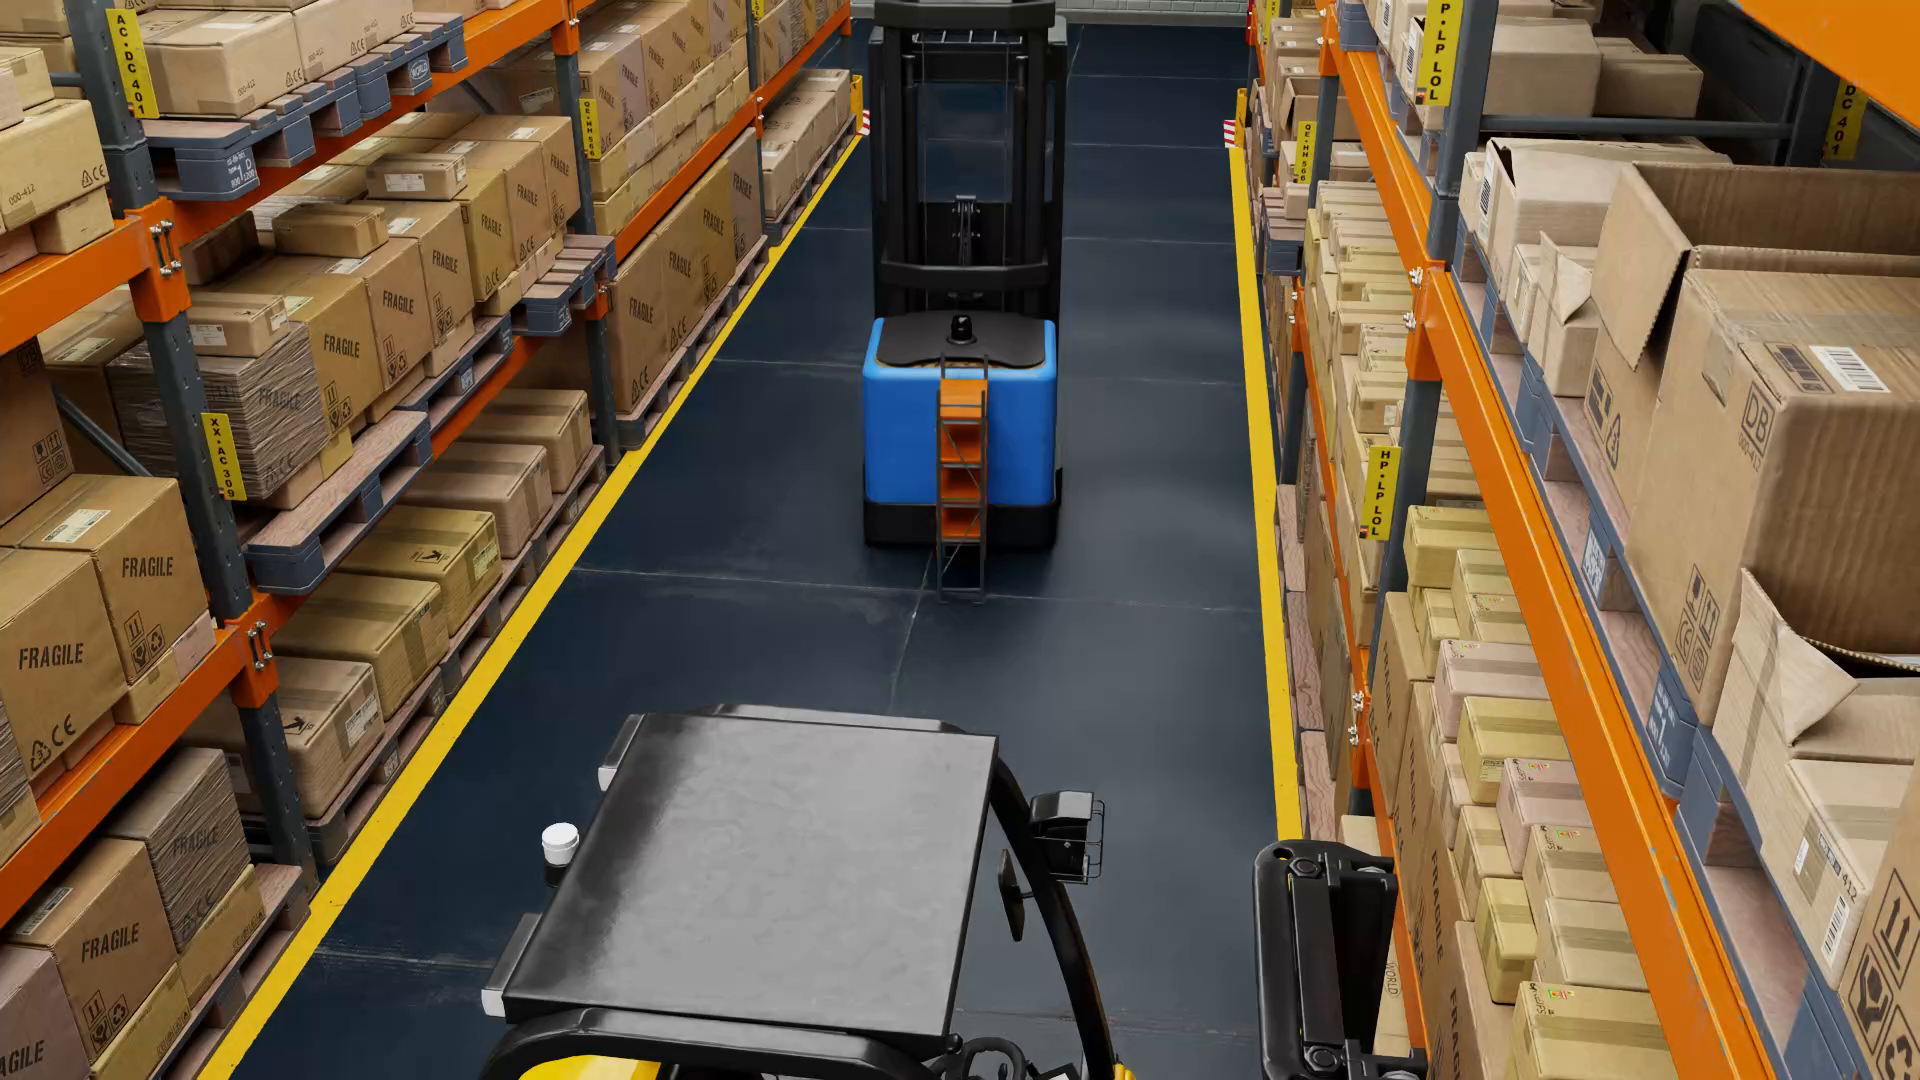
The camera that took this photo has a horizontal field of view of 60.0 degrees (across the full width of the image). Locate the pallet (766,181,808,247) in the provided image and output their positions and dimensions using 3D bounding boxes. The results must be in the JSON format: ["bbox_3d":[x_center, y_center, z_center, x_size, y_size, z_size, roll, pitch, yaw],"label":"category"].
[{"bbox_3d":[-1.915,-2.822,14.266,1.003,0.211,1.213,3,28,6],"label":"pallet"}]

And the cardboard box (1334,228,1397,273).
[{"bbox_3d":[1.963,-1.351,7.806,0.380,0.149,0.250,4,29,7],"label":"cardboard box"}]

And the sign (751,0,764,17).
[{"bbox_3d":[-1.546,-4.144,12.642,0.100,0.325,0.005,3,28,6],"label":"sign"}]

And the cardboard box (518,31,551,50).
[{"bbox_3d":[-2.717,-2.798,10.122,0.500,0.500,0.500,4,29,7],"label":"cardboard box"}]

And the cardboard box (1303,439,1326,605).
[{"bbox_3d":[2.189,-0.065,8.269,0.875,0.625,0.625,4,29,8],"label":"cardboard box"}]

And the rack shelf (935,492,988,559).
[{"bbox_3d":[0.013,-0.081,8.695,0.258,0.148,0.480,1,28,2],"label":"rack shelf"}]

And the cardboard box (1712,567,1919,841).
[{"bbox_3d":[1.202,0.222,2.107,0.396,0.266,0.258,3,29,6],"label":"cardboard box"}]

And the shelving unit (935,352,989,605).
[{"bbox_3d":[0.013,-0.315,8.569,0.258,1.200,0.503,1,28,2],"label":"shelving unit"}]

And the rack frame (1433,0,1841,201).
[{"bbox_3d":[1.861,-2.285,4.003,1.000,3.000,0.127,3,28,6],"label":"rack frame"}]

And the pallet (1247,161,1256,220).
[{"bbox_3d":[3.073,-3.081,14.746,1.003,0.211,1.213,3,28,6],"label":"pallet"}]

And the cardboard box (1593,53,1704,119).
[{"bbox_3d":[2.160,-1.471,5.371,0.380,0.149,0.250,3,28,6],"label":"cardboard box"}]

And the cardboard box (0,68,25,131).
[{"bbox_3d":[-2.844,-1.203,4.581,0.380,0.149,0.250,3,28,5],"label":"cardboard box"}]

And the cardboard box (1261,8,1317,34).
[{"bbox_3d":[2.846,-4.441,14.176,0.500,0.250,0.500,3,28,5],"label":"cardboard box"}]

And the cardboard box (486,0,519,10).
[{"bbox_3d":[-2.428,-2.745,8.285,0.380,0.149,0.250,3,28,6],"label":"cardboard box"}]

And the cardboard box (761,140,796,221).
[{"bbox_3d":[-1.902,-3.042,13.993,0.875,0.438,0.875,3,28,5],"label":"cardboard box"}]

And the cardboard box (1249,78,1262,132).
[{"bbox_3d":[3.162,-4.096,15.879,0.797,0.503,0.637,2,28,4],"label":"cardboard box"}]

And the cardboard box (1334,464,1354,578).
[{"bbox_3d":[1.719,-0.067,6.370,0.500,0.250,0.500,3,28,6],"label":"cardboard box"}]

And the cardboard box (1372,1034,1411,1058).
[{"bbox_3d":[1.368,1.626,4.471,0.500,0.250,0.500,4,29,8],"label":"cardboard box"}]

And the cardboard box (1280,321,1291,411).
[{"bbox_3d":[2.261,-1.058,10.243,0.500,0.500,0.500,3,28,5],"label":"cardboard box"}]

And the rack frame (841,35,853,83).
[{"bbox_3d":[-1.596,-5.579,16.443,1.000,3.000,0.127,3,28,6],"label":"rack frame"}]

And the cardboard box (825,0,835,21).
[{"bbox_3d":[-1.468,-5.145,15.533,0.500,0.500,0.500,3,28,5],"label":"cardboard box"}]

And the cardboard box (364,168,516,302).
[{"bbox_3d":[-2.469,-1.461,7.938,0.500,0.500,0.500,1,28,3],"label":"cardboard box"}]

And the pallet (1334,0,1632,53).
[{"bbox_3d":[2.357,-2.439,7.652,1.213,0.211,1.003,5,29,9],"label":"pallet"}]

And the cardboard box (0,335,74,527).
[{"bbox_3d":[-3.335,-0.351,5.266,0.700,0.500,0.500,3,28,6],"label":"cardboard box"}]

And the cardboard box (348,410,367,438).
[{"bbox_3d":[-2.686,-0.501,6.840,0.380,0.149,0.250,5,29,9],"label":"cardboard box"}]

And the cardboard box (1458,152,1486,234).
[{"bbox_3d":[1.504,-0.889,4.292,0.380,0.149,0.250,4,29,7],"label":"cardboard box"}]

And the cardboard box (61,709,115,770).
[{"bbox_3d":[-2.936,0.585,5.266,0.380,0.149,0.250,3,29,6],"label":"cardboard box"}]

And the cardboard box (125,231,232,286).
[{"bbox_3d":[-3.162,-1.131,6.642,0.380,0.149,0.250,3,28,5],"label":"cardboard box"}]

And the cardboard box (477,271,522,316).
[{"bbox_3d":[-2.388,-1.220,8.173,0.380,0.149,0.250,4,29,7],"label":"cardboard box"}]

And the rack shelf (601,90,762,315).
[{"bbox_3d":[-2.331,-2.438,11.371,1.077,0.370,4.000,3,28,6],"label":"rack shelf"}]

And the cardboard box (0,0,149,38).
[{"bbox_3d":[-3.121,-1.870,5.584,0.500,0.250,0.500,4,29,7],"label":"cardboard box"}]

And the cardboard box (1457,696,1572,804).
[{"bbox_3d":[1.424,0.516,4.026,0.380,0.149,0.250,3,28,5],"label":"cardboard box"}]

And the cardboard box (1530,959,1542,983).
[{"bbox_3d":[1.388,1.013,3.419,0.380,0.149,0.250,3,28,6],"label":"cardboard box"}]

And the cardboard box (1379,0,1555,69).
[{"bbox_3d":[1.802,-1.870,5.942,0.500,0.311,0.500,2,28,4],"label":"cardboard box"}]

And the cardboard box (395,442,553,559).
[{"bbox_3d":[-2.737,-0.228,8.839,0.950,0.372,0.625,3,28,5],"label":"cardboard box"}]

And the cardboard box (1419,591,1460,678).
[{"bbox_3d":[1.531,0.283,4.772,0.380,0.149,0.250,4,29,7],"label":"cardboard box"}]

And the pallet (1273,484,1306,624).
[{"bbox_3d":[2.211,0.086,8.867,1.003,0.211,1.213,3,28,6],"label":"pallet"}]

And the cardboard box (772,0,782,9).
[{"bbox_3d":[-1.719,-4.628,13.518,0.500,0.500,0.500,3,28,6],"label":"cardboard box"}]

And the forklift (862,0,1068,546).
[{"bbox_3d":[0.051,-1.921,9.726,1.130,2.935,3.031,1,28,2],"label":"forklift"}]

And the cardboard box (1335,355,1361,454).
[{"bbox_3d":[1.792,-0.527,6.696,0.500,0.250,0.500,4,29,7],"label":"cardboard box"}]

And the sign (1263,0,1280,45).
[{"bbox_3d":[2.302,-3.819,12.263,0.100,0.325,0.005,3,28,6],"label":"sign"}]

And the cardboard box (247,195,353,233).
[{"bbox_3d":[-3.045,-1.244,7.534,0.500,0.500,0.500,2,28,4],"label":"cardboard box"}]

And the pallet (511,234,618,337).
[{"bbox_3d":[-2.557,-1.387,8.865,1.213,0.211,1.003,3,28,6],"label":"pallet"}]

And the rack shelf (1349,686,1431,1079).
[{"bbox_3d":[1.616,1.614,3.849,1.077,0.370,4.000,3,28,6],"label":"rack shelf"}]

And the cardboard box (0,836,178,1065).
[{"bbox_3d":[-2.933,1.299,5.343,0.500,0.500,0.500,4,29,7],"label":"cardboard box"}]

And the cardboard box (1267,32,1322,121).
[{"bbox_3d":[2.496,-3.180,11.442,0.700,0.500,0.500,4,29,7],"label":"cardboard box"}]

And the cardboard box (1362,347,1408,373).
[{"bbox_3d":[1.773,-0.633,6.473,0.380,0.149,0.250,3,28,5],"label":"cardboard box"}]

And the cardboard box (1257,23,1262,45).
[{"bbox_3d":[2.811,-4.439,14.593,0.380,0.149,0.250,3,28,5],"label":"cardboard box"}]

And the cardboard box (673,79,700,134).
[{"bbox_3d":[-2.056,-2.907,11.114,0.500,0.250,0.500,4,29,7],"label":"cardboard box"}]

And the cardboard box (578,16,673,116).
[{"bbox_3d":[-2.143,-2.992,10.482,0.500,0.500,0.500,4,29,8],"label":"cardboard box"}]

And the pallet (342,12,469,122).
[{"bbox_3d":[-2.761,-1.941,6.726,1.213,0.211,1.003,3,28,6],"label":"pallet"}]

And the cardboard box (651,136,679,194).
[{"bbox_3d":[-2.151,-2.452,10.798,0.500,0.250,0.500,4,29,8],"label":"cardboard box"}]
